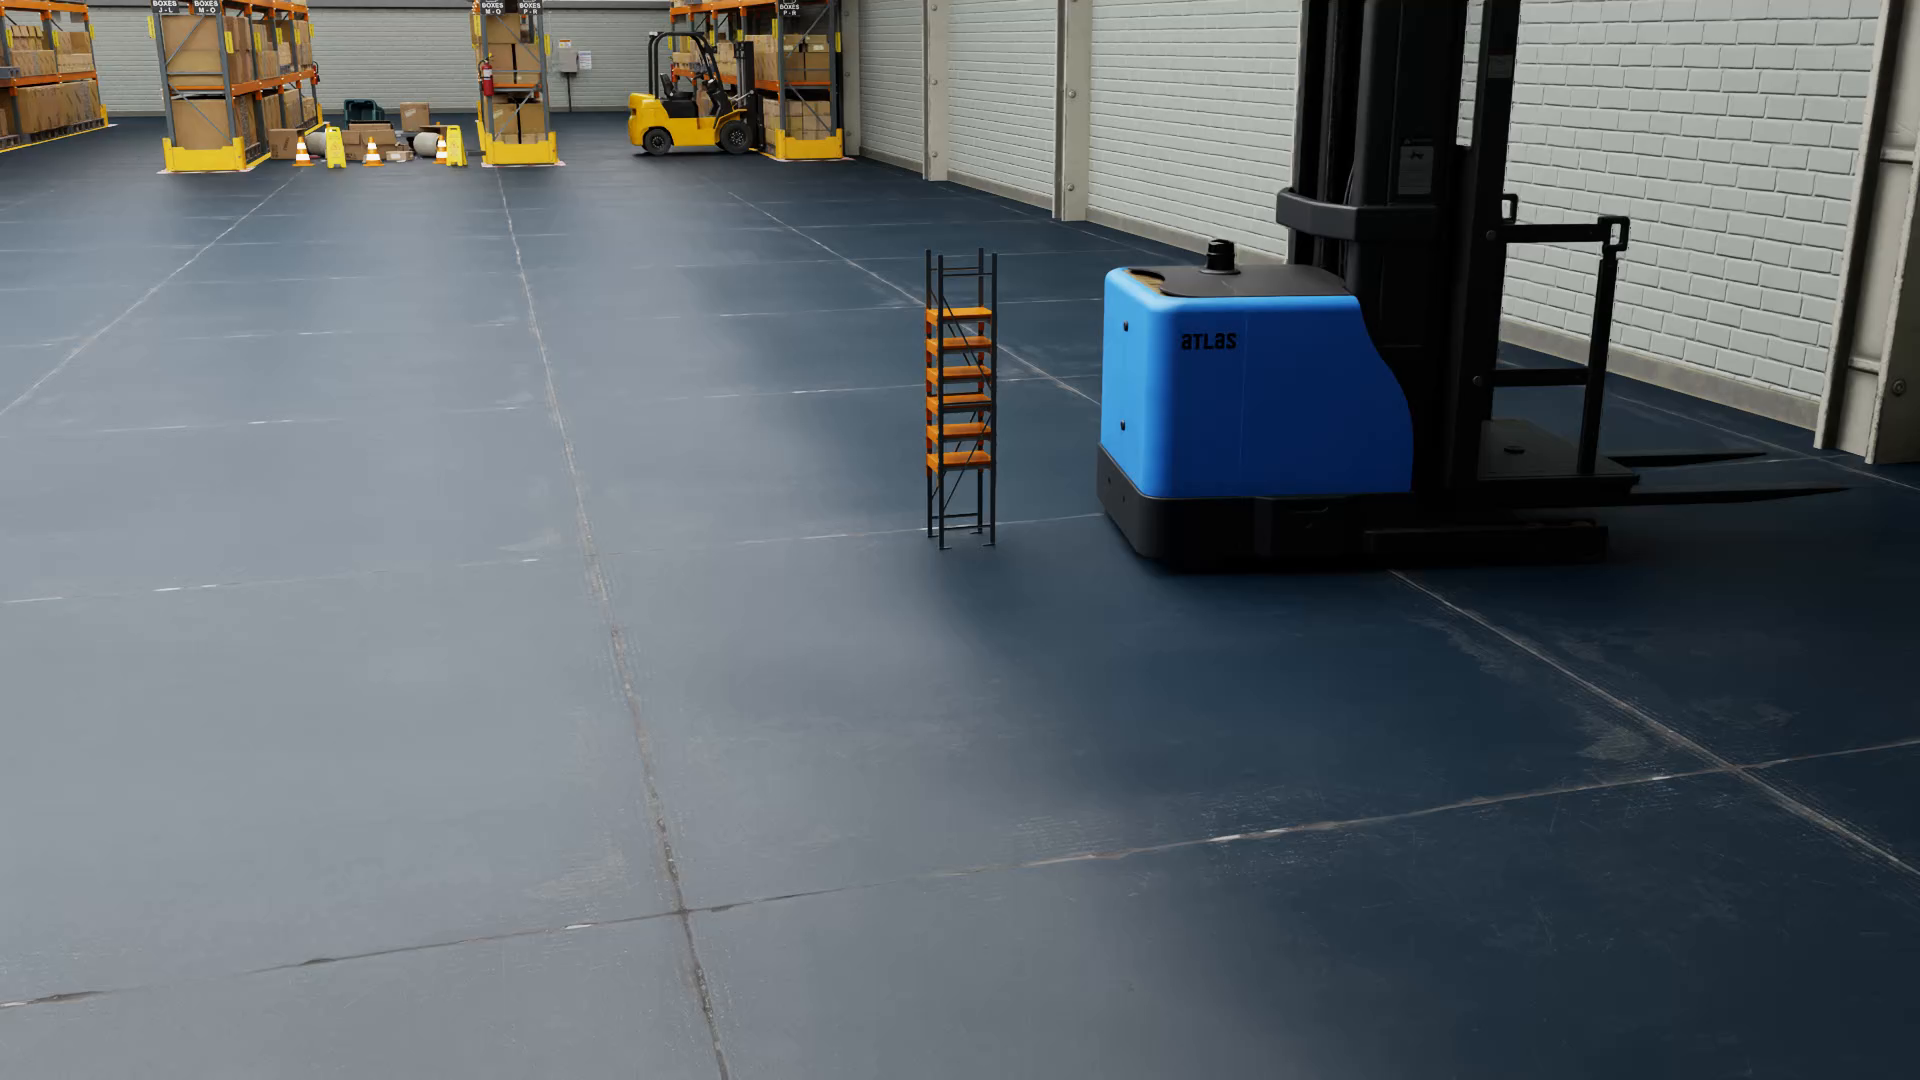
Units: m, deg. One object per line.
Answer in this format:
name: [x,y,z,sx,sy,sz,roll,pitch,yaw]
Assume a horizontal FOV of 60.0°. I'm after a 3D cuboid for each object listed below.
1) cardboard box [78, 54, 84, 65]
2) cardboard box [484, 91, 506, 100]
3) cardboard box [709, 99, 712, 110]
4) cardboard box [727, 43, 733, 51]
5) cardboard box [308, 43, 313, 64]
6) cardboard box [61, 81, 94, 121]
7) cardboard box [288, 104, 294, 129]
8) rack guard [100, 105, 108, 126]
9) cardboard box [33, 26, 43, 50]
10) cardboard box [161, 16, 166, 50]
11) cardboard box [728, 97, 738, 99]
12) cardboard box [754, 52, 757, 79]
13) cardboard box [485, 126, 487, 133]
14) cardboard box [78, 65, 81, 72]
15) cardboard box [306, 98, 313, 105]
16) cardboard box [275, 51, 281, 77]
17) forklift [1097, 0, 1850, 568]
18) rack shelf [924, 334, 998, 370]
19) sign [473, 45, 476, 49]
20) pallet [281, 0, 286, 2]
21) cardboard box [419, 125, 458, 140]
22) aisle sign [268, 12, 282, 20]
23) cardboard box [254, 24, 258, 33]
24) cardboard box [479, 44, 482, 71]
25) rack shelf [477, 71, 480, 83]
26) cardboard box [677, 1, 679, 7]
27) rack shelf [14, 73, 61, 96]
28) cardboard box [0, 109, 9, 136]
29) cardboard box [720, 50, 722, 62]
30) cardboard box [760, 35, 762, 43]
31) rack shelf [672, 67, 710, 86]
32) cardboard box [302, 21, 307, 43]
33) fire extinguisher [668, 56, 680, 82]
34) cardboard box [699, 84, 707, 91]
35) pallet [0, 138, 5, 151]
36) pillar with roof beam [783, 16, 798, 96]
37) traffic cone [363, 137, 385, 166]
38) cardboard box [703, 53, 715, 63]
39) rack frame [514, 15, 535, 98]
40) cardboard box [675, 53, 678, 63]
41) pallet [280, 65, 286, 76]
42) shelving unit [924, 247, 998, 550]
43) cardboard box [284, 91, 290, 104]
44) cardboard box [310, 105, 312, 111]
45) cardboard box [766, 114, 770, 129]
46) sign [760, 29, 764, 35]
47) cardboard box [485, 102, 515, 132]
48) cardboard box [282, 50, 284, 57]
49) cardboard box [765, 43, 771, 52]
cardboard box: [-20.714,-11.175,38.683,0.500,0.250,0.500,-5,18,-17]
cardboard box: [-8.456,-8.076,30.243,0.380,0.149,0.250,-4,17,-12]
cardboard box: [-5.479,-9.850,38.145,0.500,0.500,0.500,-4,17,-13]
cardboard box: [-4.618,-10.210,34.425,0.380,0.149,0.250,-5,17,-17]
cardboard box: [-16.213,-11.949,40.826,0.500,0.500,0.500,-4,17,-14]
cardboard box: [-20.878,-10.259,38.855,0.875,0.875,0.875,-5,17,-15]
cardboard box: [-14.476,-9.008,35.342,0.500,0.500,0.500,-4,17,-15]
rack guard: [-21.388,-10.308,40.398,1.175,0.500,0.348,-5,17,-15]
cardboard box: [-20.098,-10.744,35.588,0.797,0.503,0.637,-5,17,-17]
cardboard box: [-12.492,-8.276,27.152,0.875,0.550,0.550,-5,17,-15]
cardboard box: [-4.537,-9.172,35.671,0.875,0.625,0.625,-4,17,-13]
cardboard box: [-3.613,-8.978,31.451,0.500,0.500,0.500,-5,17,-16]
cardboard box: [-8.652,-7.662,31.295,0.500,0.250,0.500,-6,18,-18]
cardboard box: [-20.547,-10.883,38.404,0.380,0.149,0.250,-4,17,-14]
cardboard box: [-15.851,-10.574,40.133,0.380,0.149,0.250,-4,17,-13]
cardboard box: [-14.004,-9.594,33.504,0.500,0.500,0.500,-5,17,-15]
forklift: [2.157,-1.455,6.702,3.031,2.935,1.130,-2,17,-6]
rack shelf: [0.004,-0.758,6.710,0.258,0.103,0.180,-5,17,-15]
sign: [-11.287,-11.583,38.658,0.100,0.325,0.005,-5,17,-15]
pallet: [-15.130,-11.637,35.590,1.213,0.211,1.003,-5,17,-15]
cardboard box: [-9.569,-7.362,30.589,0.500,0.500,0.500,7,18,23]
aisle sign: [-16.893,-13.104,40.843,0.394,0.787,0.004,-5,17,-15]
cardboard box: [-13.848,-9.628,31.880,0.700,0.500,0.500,-5,17,-16]
cardboard box: [-8.702,-9.009,31.039,0.500,0.500,0.500,-5,17,-15]
rack shelf: [-11.303,-11.384,40.886,1.077,0.370,4.000,-5,17,-15]
cardboard box: [-6.889,-13.453,41.747,0.380,0.149,0.250,-5,17,-15]
rack shelf: [-19.732,-9.494,34.595,1.077,0.370,4.000,-5,17,-15]
cardboard box: [-18.979,-8.115,32.334,0.700,0.500,0.500,-6,18,-18]
cardboard box: [-4.859,-10.349,35.583,0.500,0.250,0.500,-4,17,-14]
cardboard box: [-3.551,-9.395,31.197,0.380,0.149,0.250,-5,17,-15]
rack shelf: [-6.532,-11.777,42.196,1.077,0.370,4.000,-5,17,-15]
cardboard box: [-15.929,-12.141,39.729,0.500,0.500,0.500,-4,17,-12]
fire extinguisher: [-7.566,-12.464,44.013,0.296,0.674,0.183,-5,17,-15]
cardboard box: [-6.022,-10.837,39.787,0.380,0.149,0.250,-6,18,-18]
pallet: [-18.638,-7.397,31.209,1.003,0.211,1.213,-5,17,-15]
pillar with roof beam: [-7.797,-12.706,33.608,9.100,9.000,0.400,-5,17,-15]
traffic cone: [-9.788,-6.476,27.707,0.336,0.463,0.334,-5,17,-15]
cardboard box: [-5.484,-10.858,37.415,0.500,0.250,0.500,-6,18,-18]
rack frame: [-8.555,-8.962,31.574,1.000,3.000,0.127,-5,17,-15]
cardboard box: [-7.077,-12.460,42.960,0.500,0.250,0.500,-5,17,-15]
pallet: [-14.684,-9.746,34.518,1.213,0.211,1.003,-5,17,-15]
shelving unit: [0.004,-0.571,6.766,0.258,1.200,0.189,-5,17,-15]
cardboard box: [-14.482,-9.363,35.219,0.500,0.250,0.500,-5,17,-16]
cardboard box: [-15.866,-10.431,40.173,0.380,0.149,0.250,-4,17,-14]
cardboard box: [-3.246,-7.623,30.295,0.500,0.250,0.500,-5,17,-16]
sign: [-4.350,-11.062,36.550,0.100,0.325,0.005,-5,17,-15]
cardboard box: [-8.073,-7.444,29.267,0.500,0.500,0.500,-4,17,-13]
cardboard box: [-14.759,-10.453,35.726,0.380,0.149,0.250,-4,17,-13]
cardboard box: [-3.336,-8.966,30.286,0.380,0.149,0.250,-5,18,-17]
